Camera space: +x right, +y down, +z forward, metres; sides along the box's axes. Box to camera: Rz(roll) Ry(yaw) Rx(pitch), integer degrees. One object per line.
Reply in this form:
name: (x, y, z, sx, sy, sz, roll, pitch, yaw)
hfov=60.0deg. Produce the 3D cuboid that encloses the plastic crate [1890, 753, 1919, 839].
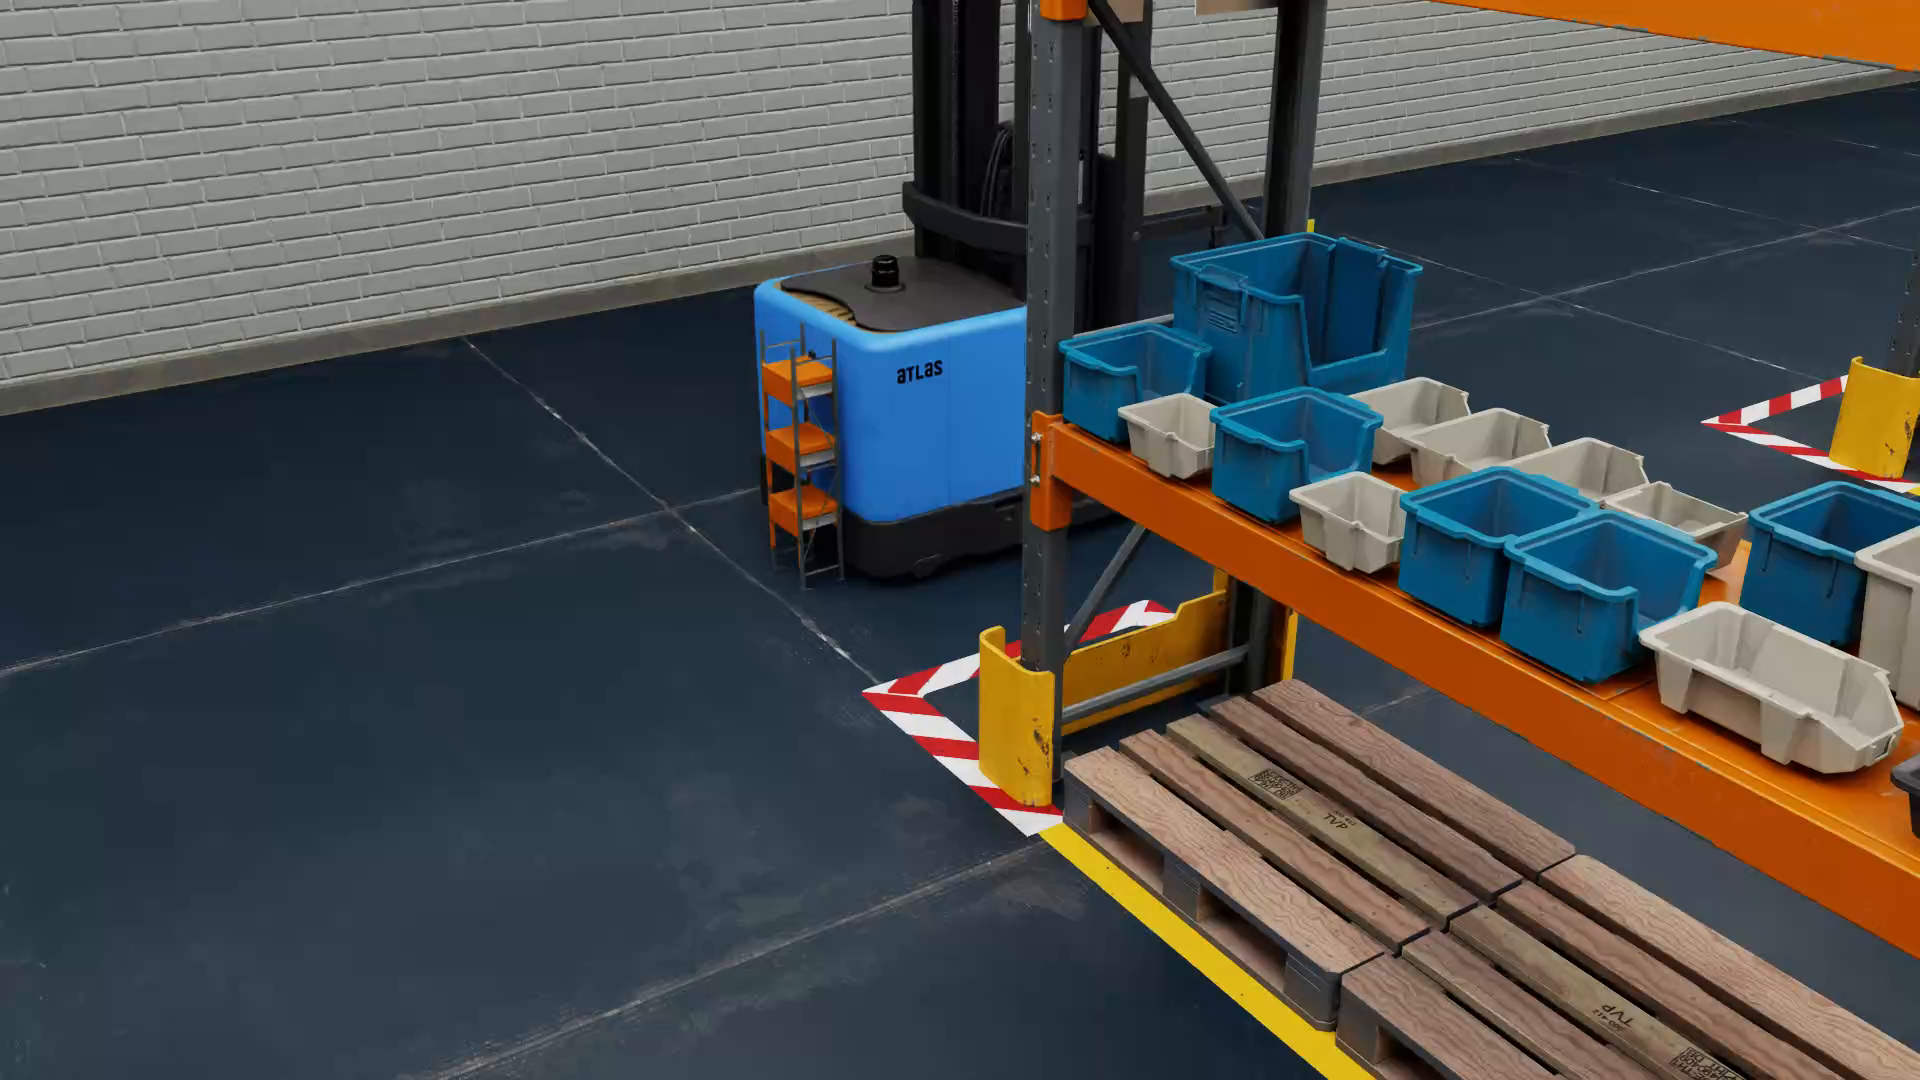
plastic crate: (1.993, 0.524, 2.878, 0.437, 0.125, 0.590, -16, 29, -30)

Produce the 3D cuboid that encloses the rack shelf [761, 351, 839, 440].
rack shelf: (-0.635, -0.577, 6.602, 0.215, 0.259, 0.240, -16, 30, -31)

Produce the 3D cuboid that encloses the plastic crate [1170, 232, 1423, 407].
plastic crate: (0.985, -0.633, 4.965, 0.616, 0.435, 0.499, -16, 29, -30)

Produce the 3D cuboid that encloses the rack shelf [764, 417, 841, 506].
rack shelf: (-0.635, -0.320, 6.723, 0.215, 0.259, 0.240, -16, 30, -31)

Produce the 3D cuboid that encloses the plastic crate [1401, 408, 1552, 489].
plastic crate: (1.389, -0.218, 4.436, 0.396, 0.136, 0.243, -16, 29, -30)

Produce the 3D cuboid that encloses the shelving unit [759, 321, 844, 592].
shelving unit: (-0.635, -0.330, 6.718, 0.215, 1.050, 0.252, -16, 30, -31)

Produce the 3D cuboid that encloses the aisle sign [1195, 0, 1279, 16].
aisle sign: (0.852, -1.936, 4.792, 0.394, 0.787, 0.004, -16, 29, -30)

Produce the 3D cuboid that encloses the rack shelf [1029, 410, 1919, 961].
rack shelf: (1.738, 0.375, 3.786, 1.077, 0.370, 4.000, -16, 29, -30)

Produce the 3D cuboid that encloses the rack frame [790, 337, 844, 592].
rack frame: (-0.565, -0.287, 6.628, 0.200, 1.050, 0.008, -16, 30, -31)

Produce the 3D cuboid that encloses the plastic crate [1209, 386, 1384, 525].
plastic crate: (0.864, -0.217, 4.322, 0.416, 0.233, 0.300, -16, 29, -30)

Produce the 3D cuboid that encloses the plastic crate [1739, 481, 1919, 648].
plastic crate: (1.982, 0.057, 3.741, 0.416, 0.233, 0.300, -16, 29, -30)

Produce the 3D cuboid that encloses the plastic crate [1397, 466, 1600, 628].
plastic crate: (1.224, 0.018, 3.823, 0.416, 0.233, 0.300, -16, 29, -30)

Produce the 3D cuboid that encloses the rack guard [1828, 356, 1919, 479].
rack guard: (4.783, -0.699, 8.144, 1.175, 0.500, 0.348, -16, 29, -30)

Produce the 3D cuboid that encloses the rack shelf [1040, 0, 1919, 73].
rack shelf: (1.738, -0.982, 3.145, 1.077, 0.370, 4.000, -16, 29, -30)

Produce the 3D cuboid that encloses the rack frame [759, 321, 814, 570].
rack frame: (-0.704, -0.372, 6.809, 0.200, 1.050, 0.008, -16, 30, -31)

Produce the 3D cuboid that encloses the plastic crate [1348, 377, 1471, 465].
plastic crate: (1.243, -0.325, 4.662, 0.396, 0.136, 0.243, -16, 29, -30)

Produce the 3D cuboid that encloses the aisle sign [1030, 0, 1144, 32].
aisle sign: (0.358, -1.798, 4.500, 0.394, 0.787, 0.004, -16, 29, -30)

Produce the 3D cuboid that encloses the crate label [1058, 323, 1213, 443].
crate label: (0.505, -0.453, 4.821, 0.416, 0.233, 0.303, -16, 29, -30)

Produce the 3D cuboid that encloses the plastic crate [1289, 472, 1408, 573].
plastic crate: (0.981, -0.032, 4.043, 0.250, 0.136, 0.298, -16, 29, -30)

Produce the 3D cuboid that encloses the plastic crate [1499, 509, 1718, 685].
plastic crate: (1.387, 0.126, 3.596, 0.416, 0.233, 0.300, -16, 29, -30)

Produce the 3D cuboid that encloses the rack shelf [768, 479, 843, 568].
rack shelf: (-0.635, -0.069, 6.842, 0.215, 0.259, 0.240, -16, 30, -31)

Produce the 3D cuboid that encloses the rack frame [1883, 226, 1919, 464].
rack frame: (4.796, -1.820, 7.592, 1.000, 3.000, 0.127, -16, 29, -30)

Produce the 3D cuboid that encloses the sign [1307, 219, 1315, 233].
sign: (1.098, -0.874, 5.396, 0.100, 0.325, 0.005, -16, 29, -30)

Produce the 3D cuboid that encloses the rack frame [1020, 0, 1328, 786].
rack frame: (0.646, -0.666, 5.147, 1.000, 3.000, 0.127, -16, 29, -30)

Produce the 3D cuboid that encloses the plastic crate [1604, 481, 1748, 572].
plastic crate: (1.739, -0.022, 4.022, 0.298, 0.136, 0.250, -16, 29, -30)

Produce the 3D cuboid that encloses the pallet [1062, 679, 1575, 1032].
pallet: (1.064, 0.899, 5.099, 1.003, 0.211, 1.213, -16, 29, -30)

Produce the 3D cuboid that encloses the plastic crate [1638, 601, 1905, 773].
plastic crate: (1.627, 0.304, 3.331, 0.293, 0.136, 0.466, -16, 29, -30)

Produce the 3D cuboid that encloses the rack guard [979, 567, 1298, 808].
rack guard: (0.622, 0.459, 5.693, 1.175, 0.500, 0.348, -16, 29, -30)

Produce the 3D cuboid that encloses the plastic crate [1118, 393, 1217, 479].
plastic crate: (0.611, -0.275, 4.557, 0.250, 0.136, 0.298, -16, 29, -30)

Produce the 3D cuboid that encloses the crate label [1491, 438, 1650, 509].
crate label: (1.561, -0.124, 4.237, 0.396, 0.136, 0.243, -16, 29, -30)

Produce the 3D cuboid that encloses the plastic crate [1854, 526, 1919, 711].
plastic crate: (2.150, 0.202, 3.377, 0.437, 0.282, 0.530, -16, 29, -30)

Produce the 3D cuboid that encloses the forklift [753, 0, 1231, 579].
forklift: (0.610, -1.641, 7.294, 3.031, 2.935, 1.130, -16, 30, -31)

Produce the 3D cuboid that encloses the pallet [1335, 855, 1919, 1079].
pallet: (1.725, 1.335, 4.175, 1.003, 0.211, 1.213, -16, 29, -30)
